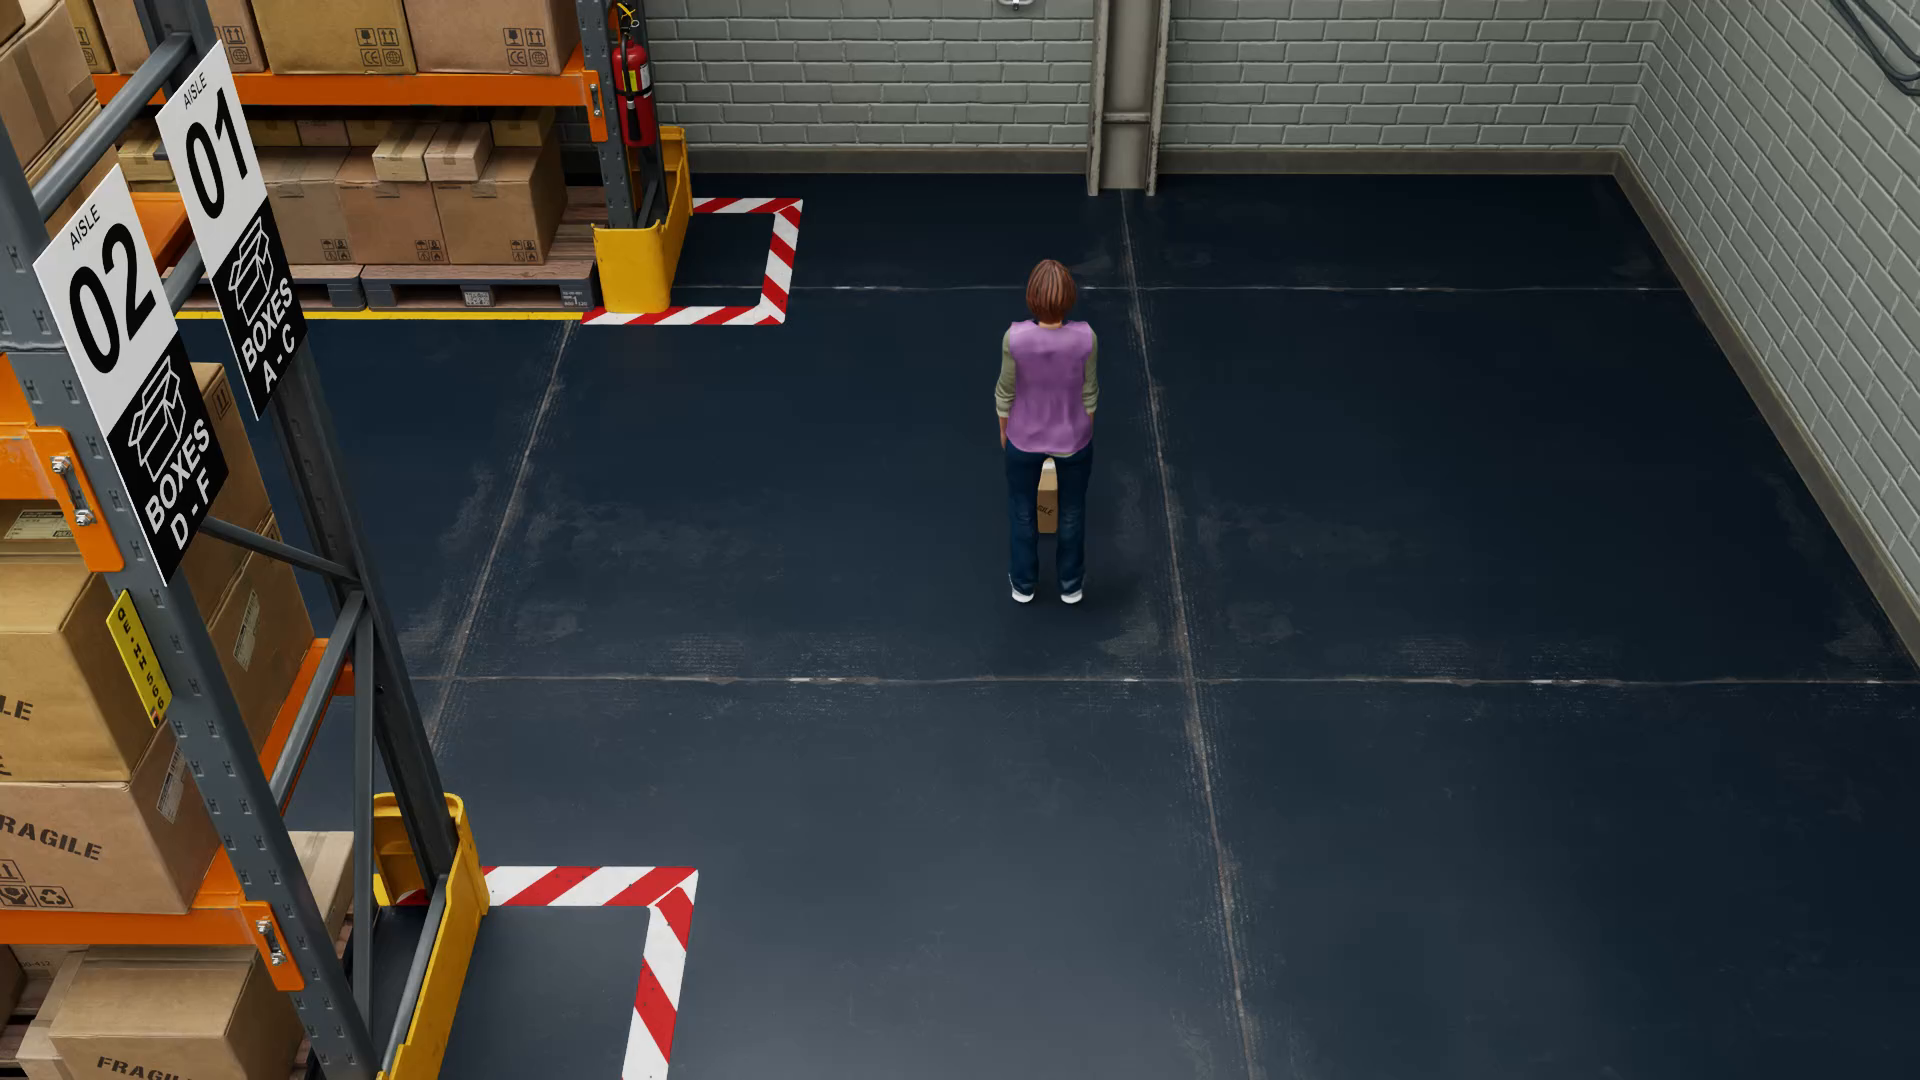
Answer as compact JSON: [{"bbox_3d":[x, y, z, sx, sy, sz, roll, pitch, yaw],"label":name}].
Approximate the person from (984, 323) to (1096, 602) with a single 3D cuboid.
[{"bbox_3d":[0.330,-0.267,6.868,0.460,1.102,0.745,0,40,0],"label":"person"}]
